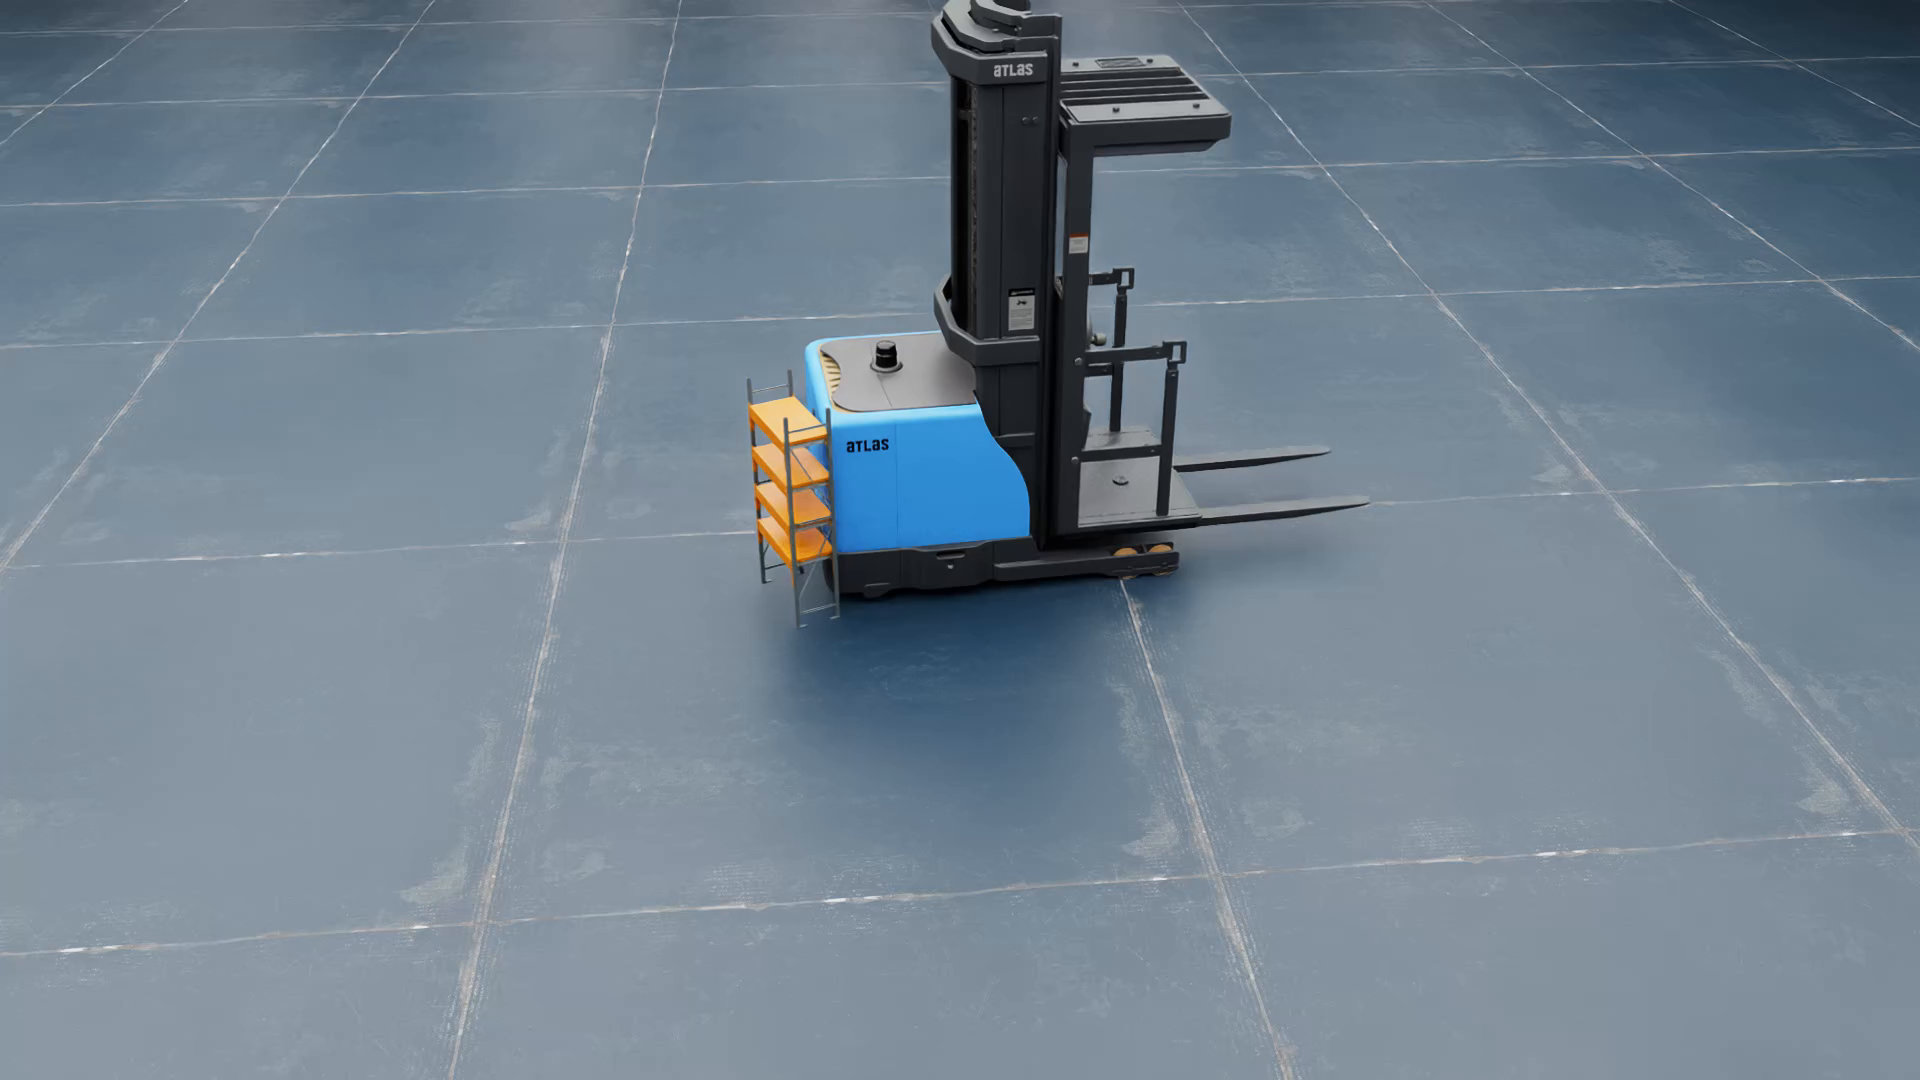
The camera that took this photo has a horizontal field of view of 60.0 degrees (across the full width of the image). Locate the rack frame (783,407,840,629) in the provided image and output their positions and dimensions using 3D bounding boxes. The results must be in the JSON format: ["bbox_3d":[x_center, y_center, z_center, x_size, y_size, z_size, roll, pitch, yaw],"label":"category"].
[{"bbox_3d":[-0.730,-0.091,8.231,0.240,1.200,0.015,-15,34,-23],"label":"rack frame"}]

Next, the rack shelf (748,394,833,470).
[{"bbox_3d":[-0.841,-0.539,8.216,0.258,0.148,0.480,-15,34,-23],"label":"rack shelf"}]

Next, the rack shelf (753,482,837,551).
[{"bbox_3d":[-0.841,-0.144,8.452,0.258,0.148,0.480,-15,34,-23],"label":"rack shelf"}]

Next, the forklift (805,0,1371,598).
[{"bbox_3d":[0.719,-1.309,8.584,3.031,2.935,1.130,-5,31,-9],"label":"forklift"}]

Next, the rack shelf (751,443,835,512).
[{"bbox_3d":[-0.841,-0.336,8.337,0.258,0.148,0.480,-15,34,-23],"label":"rack shelf"}]

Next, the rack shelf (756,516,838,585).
[{"bbox_3d":[-0.840,0.026,8.554,0.258,0.148,0.480,-15,34,-23],"label":"rack shelf"}]

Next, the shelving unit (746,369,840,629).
[{"bbox_3d":[-0.841,-0.202,8.418,0.258,1.200,0.503,-15,34,-23],"label":"shelving unit"}]

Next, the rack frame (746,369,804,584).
[{"bbox_3d":[-0.951,-0.313,8.604,0.240,1.200,0.015,-15,34,-23],"label":"rack frame"}]
